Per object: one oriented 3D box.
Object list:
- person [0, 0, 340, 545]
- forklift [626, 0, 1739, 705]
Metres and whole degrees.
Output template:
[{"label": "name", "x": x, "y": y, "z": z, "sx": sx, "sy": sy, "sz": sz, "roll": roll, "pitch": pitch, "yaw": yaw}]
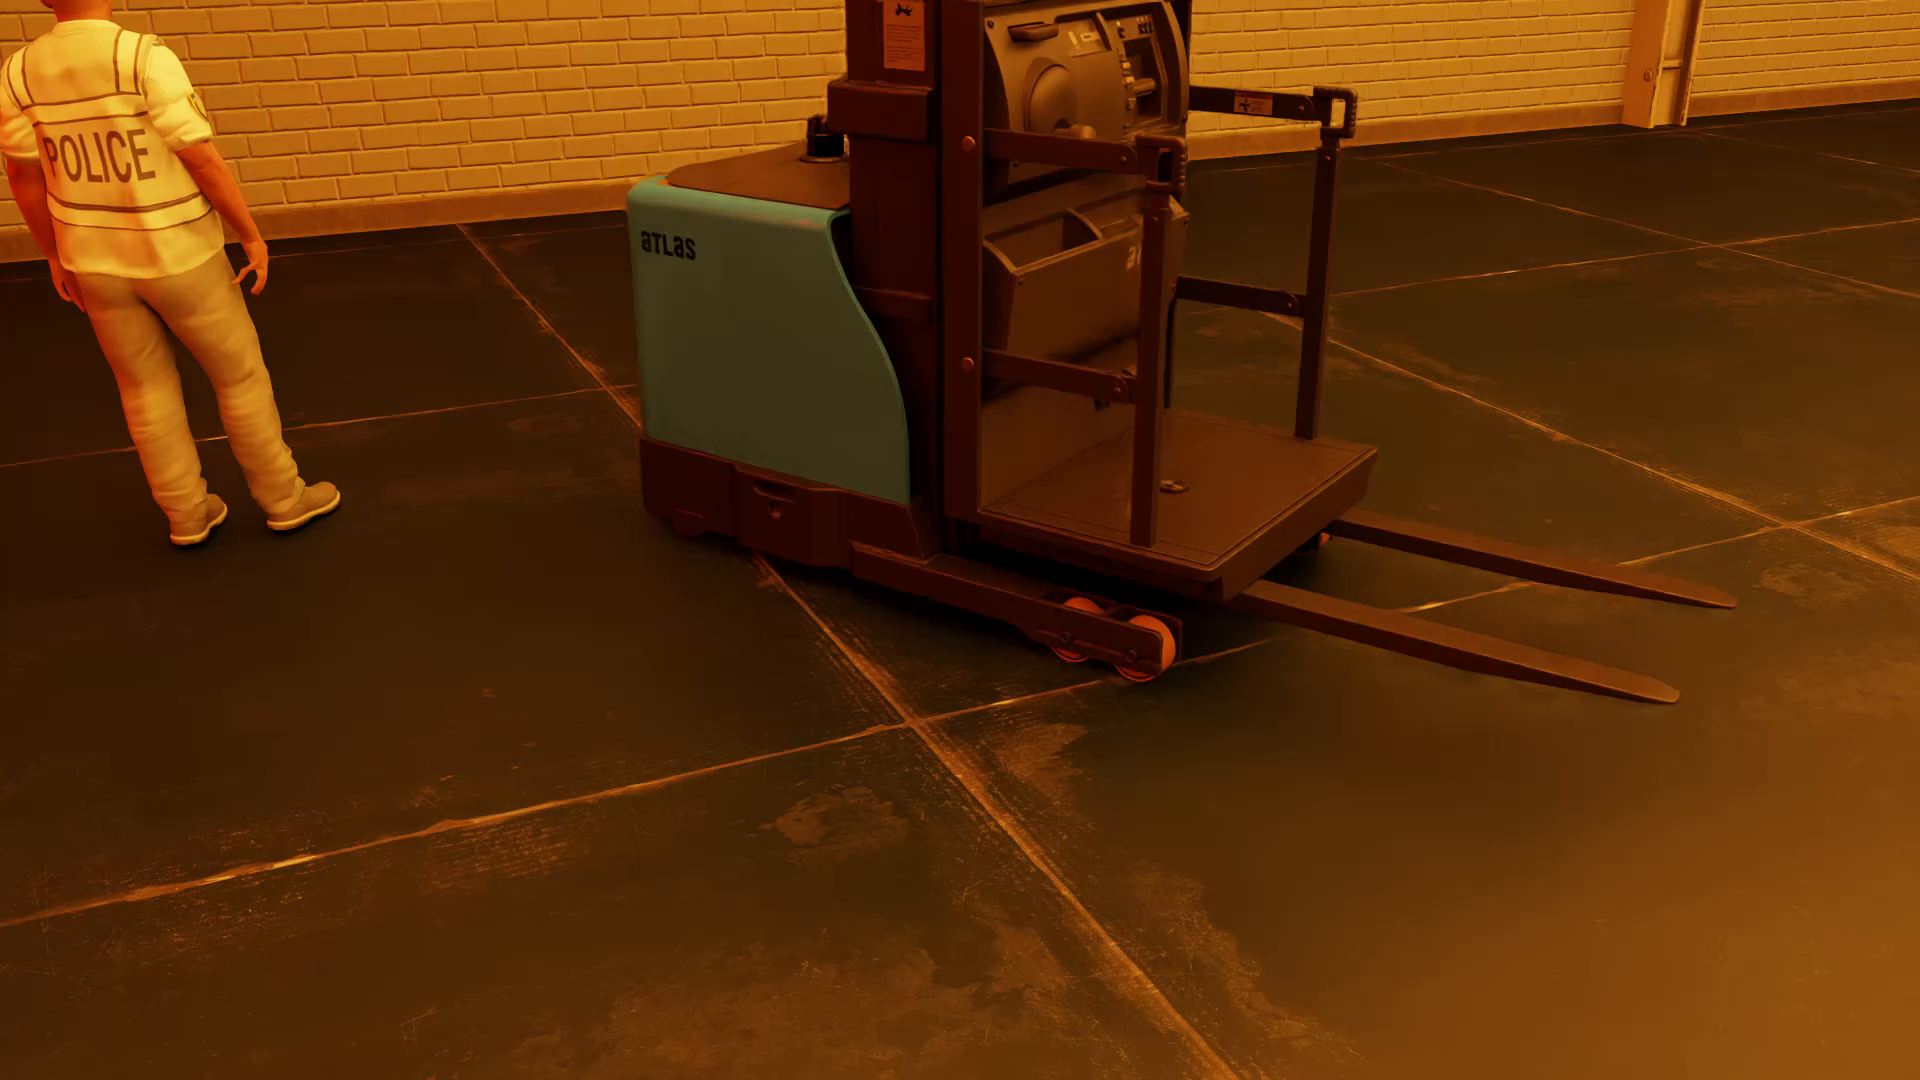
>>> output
[{"label": "person", "x": -2.312, "y": -0.852, "z": 4.817, "sx": 0.638, "sy": 1.781, "sz": 0.577, "roll": 0, "pitch": 23, "yaw": -1}, {"label": "forklift", "x": 0.518, "y": -1.224, "z": 4.232, "sx": 3.031, "sy": 2.935, "sz": 1.130, "roll": 15, "pitch": 27, "yaw": 32}]
